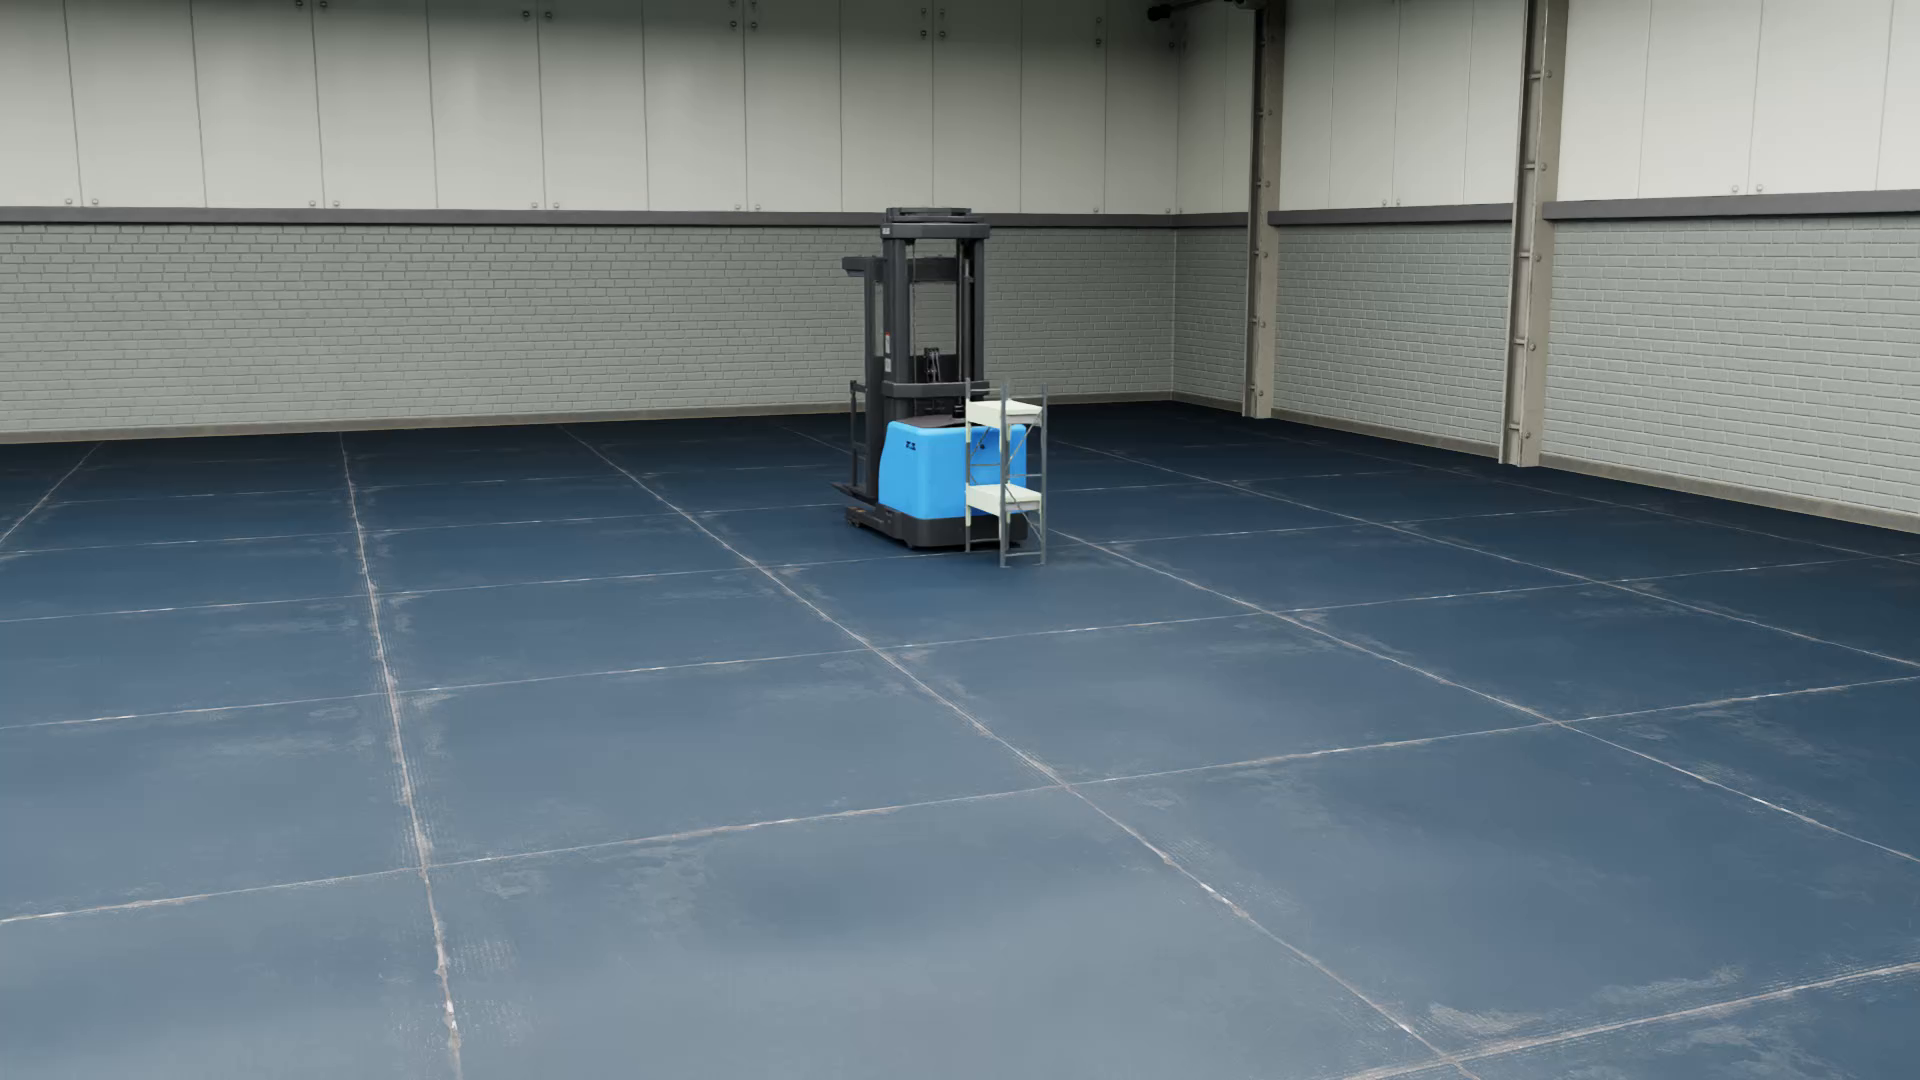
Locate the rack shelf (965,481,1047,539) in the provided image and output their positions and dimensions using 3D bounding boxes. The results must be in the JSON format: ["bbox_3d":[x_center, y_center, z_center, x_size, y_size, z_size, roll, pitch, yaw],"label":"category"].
[{"bbox_3d":[0.378,-0.259,13.953,0.431,0.370,0.720,-4,11,-22],"label":"rack shelf"}]

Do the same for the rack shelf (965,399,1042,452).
[{"bbox_3d":[0.378,-0.964,13.828,0.431,0.370,0.720,-4,11,-22],"label":"rack shelf"}]

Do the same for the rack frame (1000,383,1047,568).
[{"bbox_3d":[0.518,-0.520,13.563,0.400,1.500,0.023,-4,11,-22],"label":"rack frame"}]

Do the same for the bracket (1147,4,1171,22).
[{"bbox_3d":[3.229,-8.526,26.876,0.235,0.232,0.430,-4,11,-21],"label":"bracket"}]

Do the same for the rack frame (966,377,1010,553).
[{"bbox_3d":[0.238,-0.639,14.229,0.400,1.500,0.023,-4,11,-22],"label":"rack frame"}]

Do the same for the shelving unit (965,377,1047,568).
[{"bbox_3d":[0.378,-0.580,13.896,0.431,1.500,0.755,-4,11,-22],"label":"shelving unit"}]

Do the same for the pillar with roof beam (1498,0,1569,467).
[{"bbox_3d":[2.731,-5.069,17.721,9.100,9.000,0.400,-4,11,-21],"label":"pillar with roof beam"}]

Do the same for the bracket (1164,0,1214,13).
[{"bbox_3d":[3.443,-8.429,26.334,0.076,0.066,3.189,-4,11,-21],"label":"bracket"}]

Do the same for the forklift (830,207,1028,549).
[{"bbox_3d":[-0.438,-1.586,15.466,1.130,2.935,3.031,-4,11,-22],"label":"forklift"}]

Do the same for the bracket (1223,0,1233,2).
[{"bbox_3d":[4.087,-8.139,24.701,0.235,0.232,0.430,-4,11,-21],"label":"bracket"}]

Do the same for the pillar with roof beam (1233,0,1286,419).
[{"bbox_3d":[0.556,-6.048,23.227,9.100,9.000,0.548,-4,11,-21],"label":"pillar with roof beam"}]
